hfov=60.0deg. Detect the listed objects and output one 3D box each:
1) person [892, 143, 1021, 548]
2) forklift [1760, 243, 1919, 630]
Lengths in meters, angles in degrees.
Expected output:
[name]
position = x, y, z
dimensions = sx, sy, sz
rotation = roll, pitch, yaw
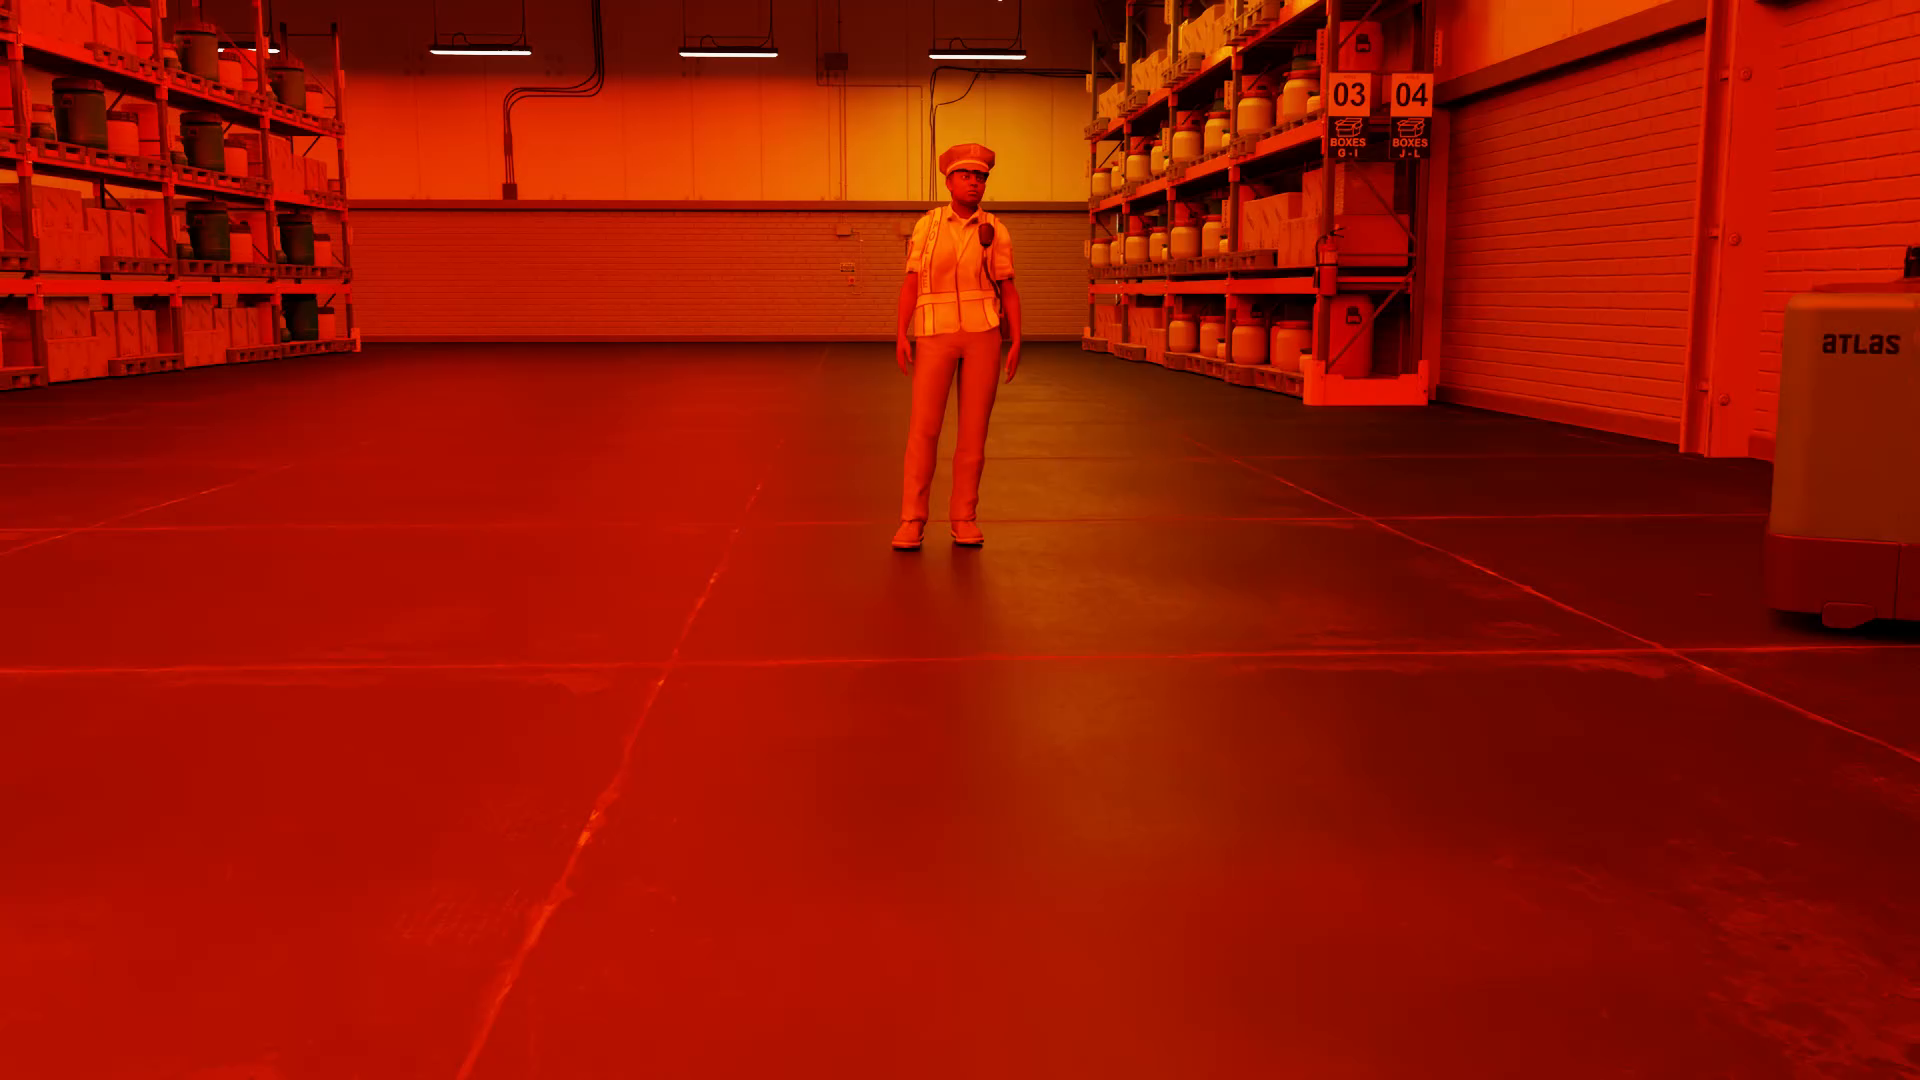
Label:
[person]
position = -0.015, -0.834, 7.109
dimensions = 0.569, 1.695, 0.528
rotation = -1, 8, -4
[forklift]
position = 4.143, -1.122, 4.889
dimensions = 3.031, 2.935, 1.130
rotation = 4, 9, 27
